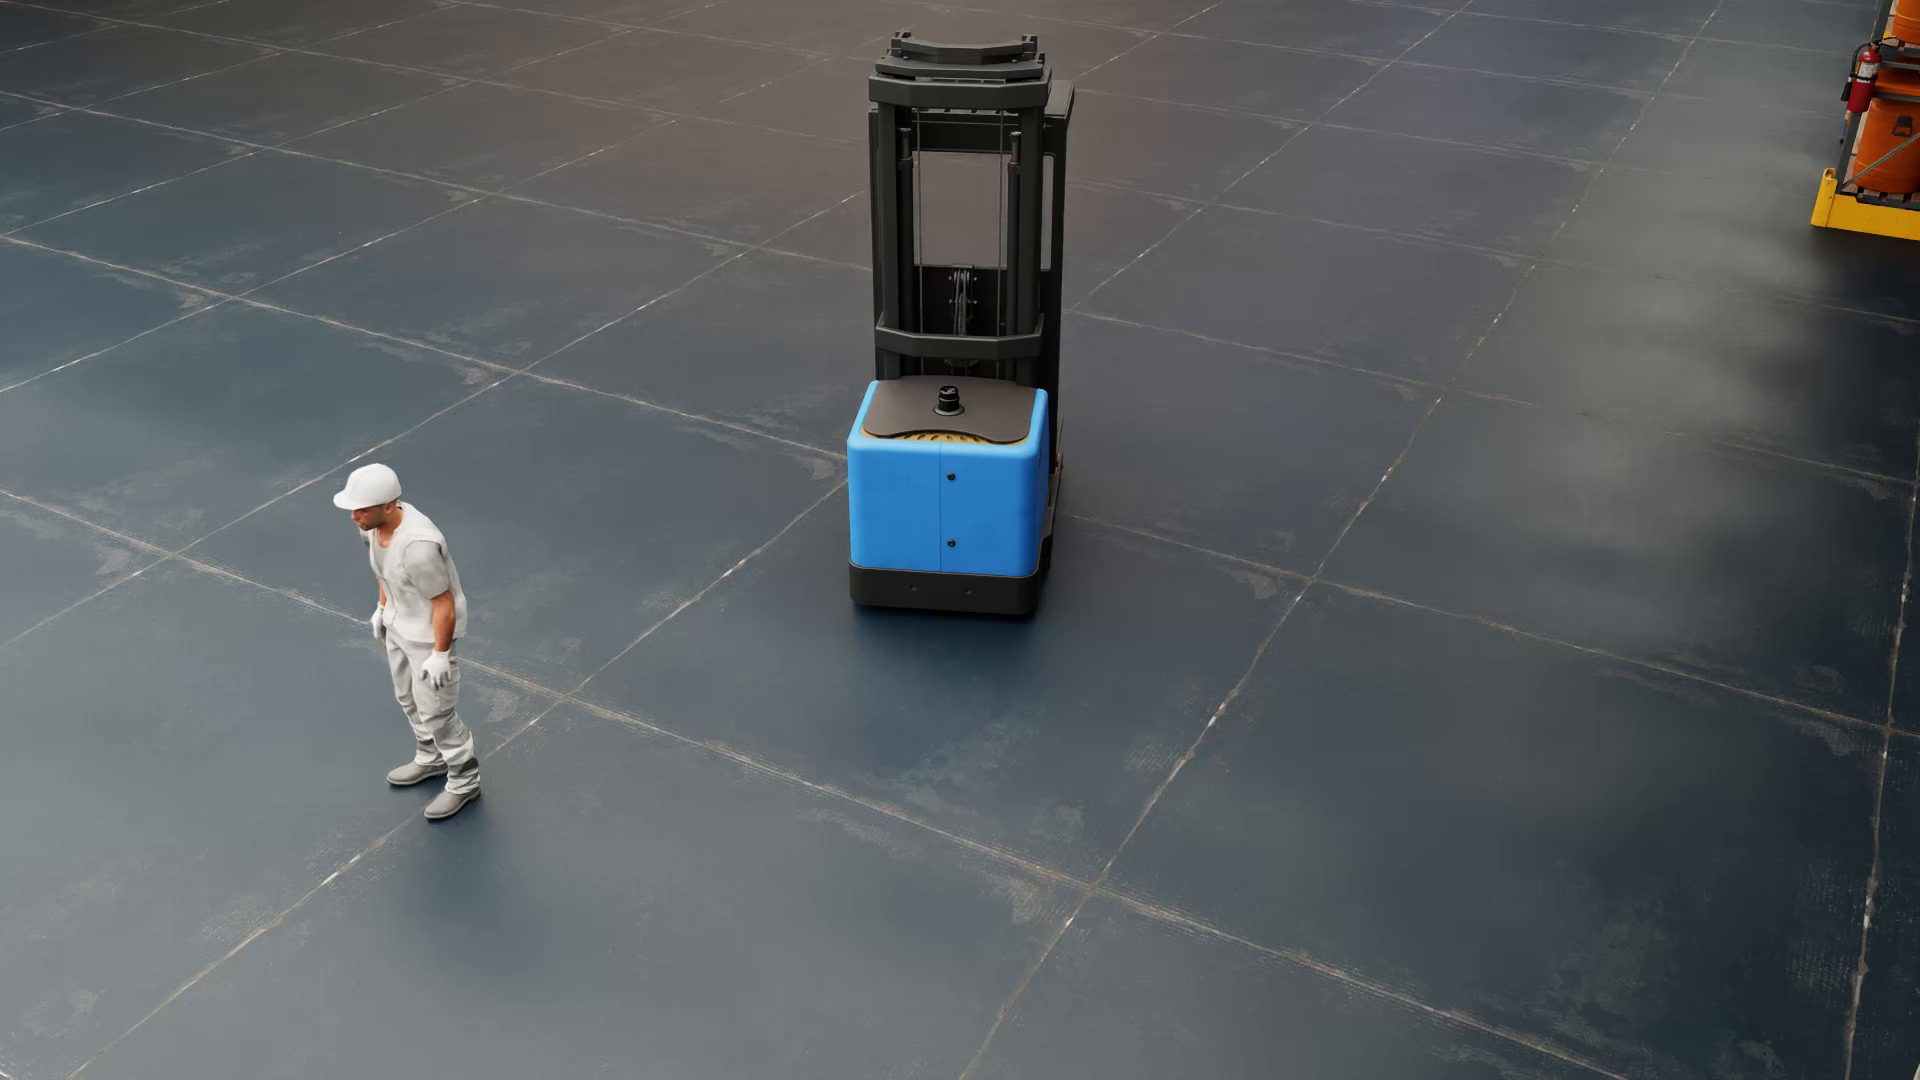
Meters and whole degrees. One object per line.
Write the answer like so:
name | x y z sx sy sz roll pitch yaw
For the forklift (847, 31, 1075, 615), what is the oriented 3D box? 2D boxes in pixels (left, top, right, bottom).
forklift | 0.072 -1.572 9.794 1.130 2.935 3.031 3 30 6

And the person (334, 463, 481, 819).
person | -2.457 0.433 7.477 0.454 1.779 0.609 -25 38 -36
